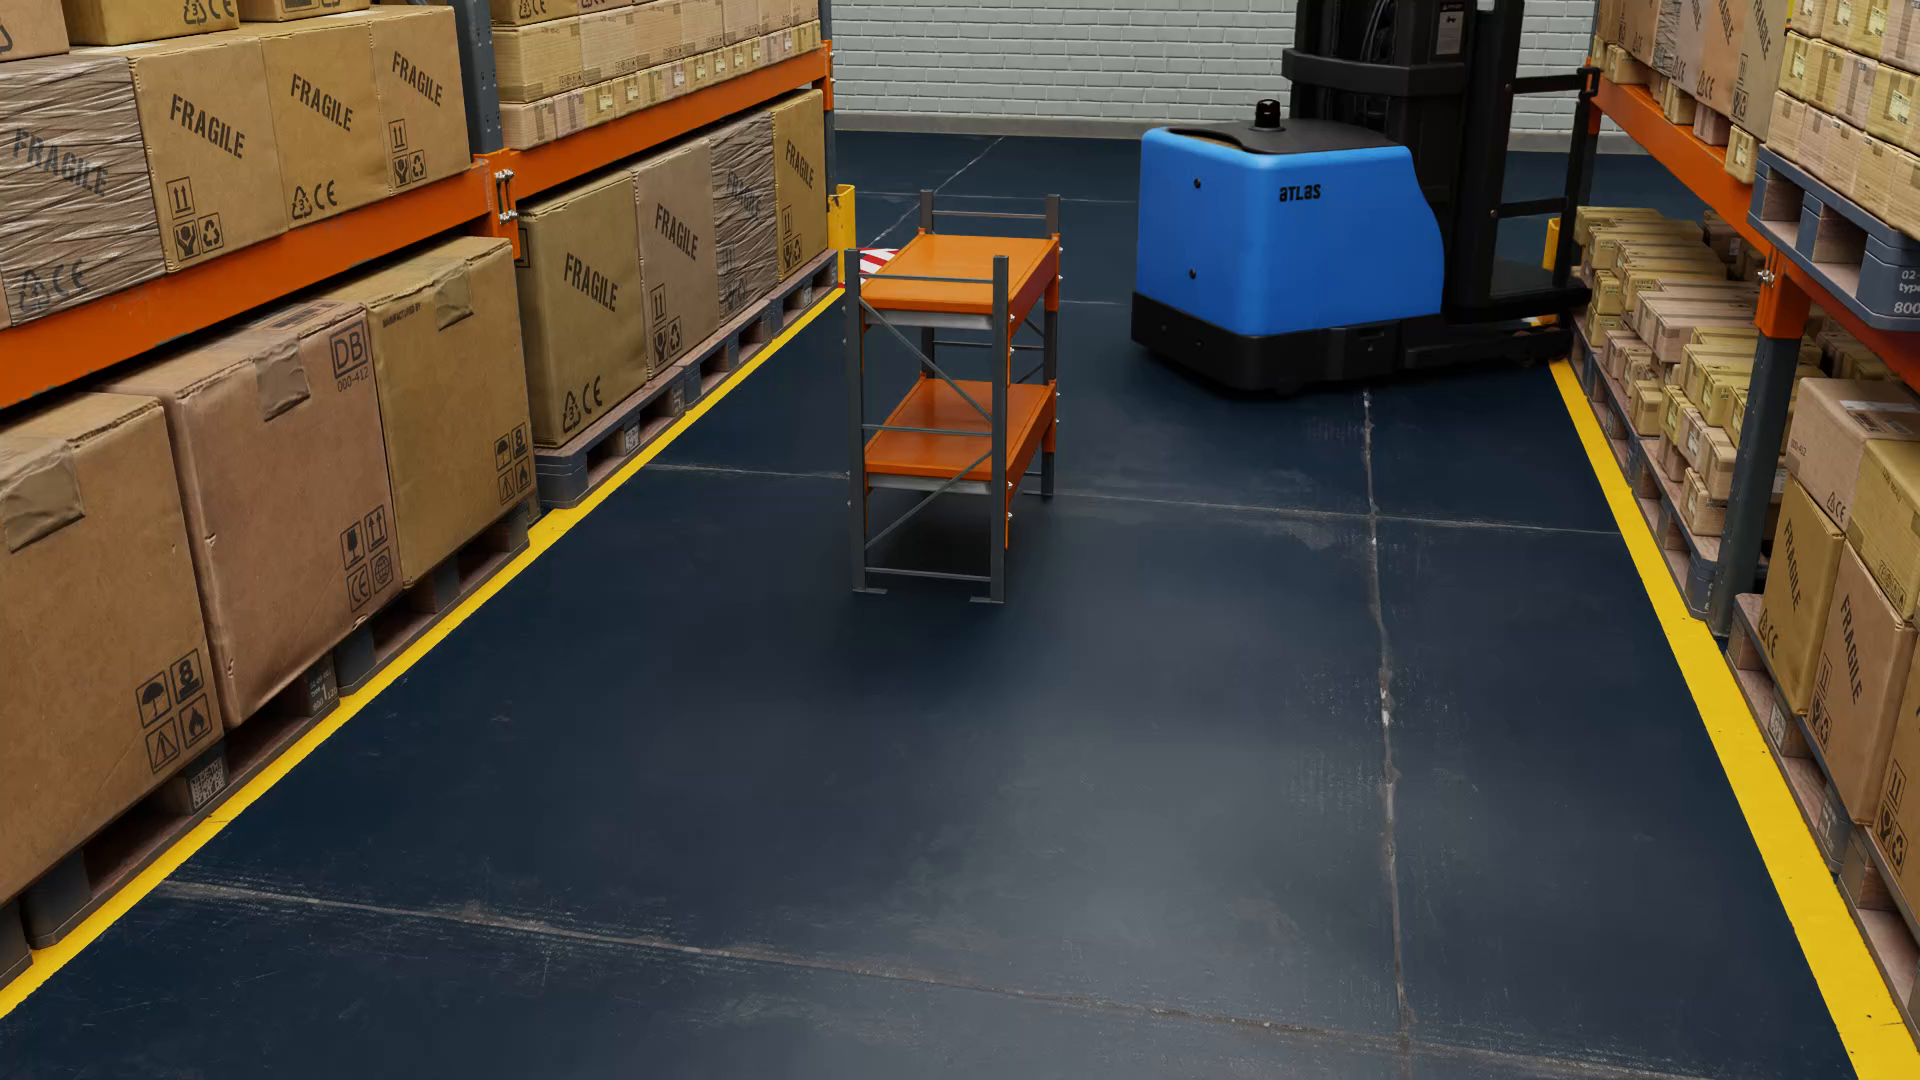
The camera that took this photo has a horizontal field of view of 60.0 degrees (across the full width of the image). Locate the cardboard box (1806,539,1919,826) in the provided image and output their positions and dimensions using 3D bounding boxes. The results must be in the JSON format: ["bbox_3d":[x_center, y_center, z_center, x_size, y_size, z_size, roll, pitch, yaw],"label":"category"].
[{"bbox_3d":[2.294,0.337,3.785,0.500,0.500,0.500,5,23,13],"label":"cardboard box"}]

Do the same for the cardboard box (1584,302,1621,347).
[{"bbox_3d":[3.030,-0.961,7.478,0.380,0.149,0.250,5,22,12],"label":"cardboard box"}]

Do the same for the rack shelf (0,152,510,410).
[{"bbox_3d":[-2.432,-0.421,3.847,1.077,0.370,4.000,4,22,11],"label":"rack shelf"}]

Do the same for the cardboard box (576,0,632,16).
[{"bbox_3d":[-1.568,-2.238,6.194,0.500,0.500,0.500,4,22,11],"label":"cardboard box"}]

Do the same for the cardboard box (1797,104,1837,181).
[{"bbox_3d":[2.230,-0.939,3.943,0.380,0.149,0.250,5,22,12],"label":"cardboard box"}]

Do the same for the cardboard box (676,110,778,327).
[{"bbox_3d":[-1.446,-1.586,8.057,0.875,0.875,0.875,4,22,11],"label":"cardboard box"}]

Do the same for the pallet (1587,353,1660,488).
[{"bbox_3d":[3.160,-0.474,6.747,1.003,0.211,1.213,4,22,11],"label":"pallet"}]

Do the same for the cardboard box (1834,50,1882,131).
[{"bbox_3d":[2.177,-0.989,3.671,0.380,0.149,0.250,5,22,12],"label":"cardboard box"}]

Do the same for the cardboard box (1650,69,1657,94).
[{"bbox_3d":[3.124,-1.931,6.969,0.380,0.149,0.250,4,22,10],"label":"cardboard box"}]

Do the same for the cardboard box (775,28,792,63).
[{"bbox_3d":[-1.062,-2.490,8.357,0.380,0.149,0.250,5,22,11],"label":"cardboard box"}]

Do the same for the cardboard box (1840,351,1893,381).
[{"bbox_3d":[3.202,-0.522,5.593,0.380,0.149,0.250,4,22,10],"label":"cardboard box"}]

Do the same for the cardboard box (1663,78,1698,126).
[{"bbox_3d":[2.889,-1.654,6.282,0.380,0.149,0.250,5,22,12],"label":"cardboard box"}]

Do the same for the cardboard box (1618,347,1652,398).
[{"bbox_3d":[2.905,-0.673,6.762,0.380,0.149,0.250,4,22,11],"label":"cardboard box"}]

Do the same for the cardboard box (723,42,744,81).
[{"bbox_3d":[-1.217,-2.209,7.659,0.380,0.149,0.250,5,22,11],"label":"cardboard box"}]

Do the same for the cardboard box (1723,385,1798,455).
[{"bbox_3d":[2.629,-0.370,5.214,0.380,0.149,0.250,5,22,12],"label":"cardboard box"}]

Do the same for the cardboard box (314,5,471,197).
[{"bbox_3d":[-1.852,-1.341,5.034,0.500,0.500,0.500,5,22,11],"label":"cardboard box"}]

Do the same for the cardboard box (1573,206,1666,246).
[{"bbox_3d":[3.188,-1.517,8.062,0.380,0.149,0.250,3,22,8],"label":"cardboard box"}]

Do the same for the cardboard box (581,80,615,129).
[{"bbox_3d":[-1.531,-1.645,6.260,0.380,0.149,0.250,5,23,13],"label":"cardboard box"}]

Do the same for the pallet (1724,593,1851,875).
[{"bbox_3d":[2.654,0.507,4.312,1.003,0.211,1.213,4,22,11],"label":"pallet"}]

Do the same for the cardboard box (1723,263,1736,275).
[{"bbox_3d":[3.693,-1.238,7.769,0.380,0.149,0.250,4,22,10],"label":"cardboard box"}]

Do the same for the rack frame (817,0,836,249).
[{"bbox_3d":[-1.208,-2.949,9.161,1.000,3.000,0.127,4,22,11],"label":"rack frame"}]

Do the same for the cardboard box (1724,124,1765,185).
[{"bbox_3d":[2.586,-1.180,5.104,0.380,0.149,0.250,4,22,9],"label":"cardboard box"}]

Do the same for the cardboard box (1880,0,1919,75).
[{"bbox_3d":[2.121,-1.029,3.372,0.380,0.149,0.250,4,22,10],"label":"cardboard box"}]

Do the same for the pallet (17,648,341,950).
[{"bbox_3d":[-2.354,0.543,4.224,1.003,0.211,1.213,4,22,11],"label":"pallet"}]

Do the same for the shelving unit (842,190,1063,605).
[{"bbox_3d":[0.001,-0.524,5.650,0.538,1.125,1.048,4,22,11],"label":"shelving unit"}]

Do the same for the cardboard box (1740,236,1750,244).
[{"bbox_3d":[3.732,-1.278,7.469,0.380,0.149,0.250,4,22,10],"label":"cardboard box"}]

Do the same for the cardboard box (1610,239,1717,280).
[{"bbox_3d":[3.103,-1.227,7.344,0.380,0.149,0.250,3,22,8],"label":"cardboard box"}]

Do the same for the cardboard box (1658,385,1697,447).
[{"bbox_3d":[2.645,-0.420,5.738,0.380,0.149,0.250,4,22,9],"label":"cardboard box"}]

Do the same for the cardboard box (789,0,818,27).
[{"bbox_3d":[-1.047,-2.820,8.644,0.500,0.250,0.500,4,22,10],"label":"cardboard box"}]

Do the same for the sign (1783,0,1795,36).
[{"bbox_3d":[2.278,-1.511,4.432,0.100,0.325,0.005,4,22,11],"label":"sign"}]

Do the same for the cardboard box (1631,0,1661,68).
[{"bbox_3d":[3.069,-2.200,6.768,0.500,0.500,0.500,5,22,12],"label":"cardboard box"}]

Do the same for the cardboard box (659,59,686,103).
[{"bbox_3d":[-1.374,-1.927,6.959,0.380,0.149,0.250,5,22,12],"label":"cardboard box"}]

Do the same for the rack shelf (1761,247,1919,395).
[{"bbox_3d":[2.403,-0.006,2.817,1.077,0.370,4.000,4,22,11],"label":"rack shelf"}]

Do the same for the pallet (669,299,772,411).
[{"bbox_3d":[-1.545,-0.913,7.837,1.003,0.211,1.213,4,22,11],"label":"pallet"}]

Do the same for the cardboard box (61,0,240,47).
[{"bbox_3d":[-2.297,-1.514,4.120,0.797,0.503,0.637,5,22,12],"label":"cardboard box"}]

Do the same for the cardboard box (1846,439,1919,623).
[{"bbox_3d":[2.296,-0.009,3.642,0.500,0.250,0.500,5,22,12],"label":"cardboard box"}]

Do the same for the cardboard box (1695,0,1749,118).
[{"bbox_3d":[2.740,-1.644,5.388,0.500,0.500,0.500,4,22,9],"label":"cardboard box"}]

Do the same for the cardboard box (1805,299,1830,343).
[{"bbox_3d":[3.339,-0.812,6.313,0.380,0.149,0.250,4,22,9],"label":"cardboard box"}]

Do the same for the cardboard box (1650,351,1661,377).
[{"bbox_3d":[2.899,-0.696,6.422,0.380,0.149,0.250,3,22,8],"label":"cardboard box"}]

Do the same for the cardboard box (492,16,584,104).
[{"bbox_3d":[-1.672,-1.707,5.879,0.500,0.250,0.500,4,22,10],"label":"cardboard box"}]

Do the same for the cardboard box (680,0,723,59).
[{"bbox_3d":[-1.357,-2.258,7.247,0.500,0.250,0.500,4,22,11],"label":"cardboard box"}]

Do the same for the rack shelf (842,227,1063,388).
[{"bbox_3d":[0.001,-0.796,5.540,0.538,0.278,1.000,4,22,11],"label":"rack shelf"}]

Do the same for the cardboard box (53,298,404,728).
[{"bbox_3d":[-2.316,-0.133,4.451,1.225,0.875,0.875,4,22,9],"label":"cardboard box"}]

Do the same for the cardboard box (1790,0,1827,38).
[{"bbox_3d":[2.281,-1.317,4.085,0.380,0.149,0.250,6,23,14],"label":"cardboard box"}]

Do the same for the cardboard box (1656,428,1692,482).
[{"bbox_3d":[2.683,-0.303,5.846,0.380,0.149,0.250,4,22,9],"label":"cardboard box"}]

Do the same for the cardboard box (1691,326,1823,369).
[{"bbox_3d":[2.815,-0.647,5.902,0.380,0.149,0.250,5,23,13],"label":"cardboard box"}]

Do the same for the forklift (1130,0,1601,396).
[{"bbox_3d":[2.389,-2.353,7.772,3.031,2.935,1.130,-10,24,-23],"label":"forklift"}]

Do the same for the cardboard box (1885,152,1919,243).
[{"bbox_3d":[2.071,-0.663,3.258,0.380,0.149,0.250,3,22,9],"label":"cardboard box"}]

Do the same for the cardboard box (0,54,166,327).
[{"bbox_3d":[-2.166,-0.786,3.656,0.500,0.500,0.500,5,22,11],"label":"cardboard box"}]

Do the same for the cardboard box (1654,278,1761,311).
[{"bbox_3d":[2.981,-0.935,6.617,0.380,0.149,0.250,5,22,11],"label":"cardboard box"}]
